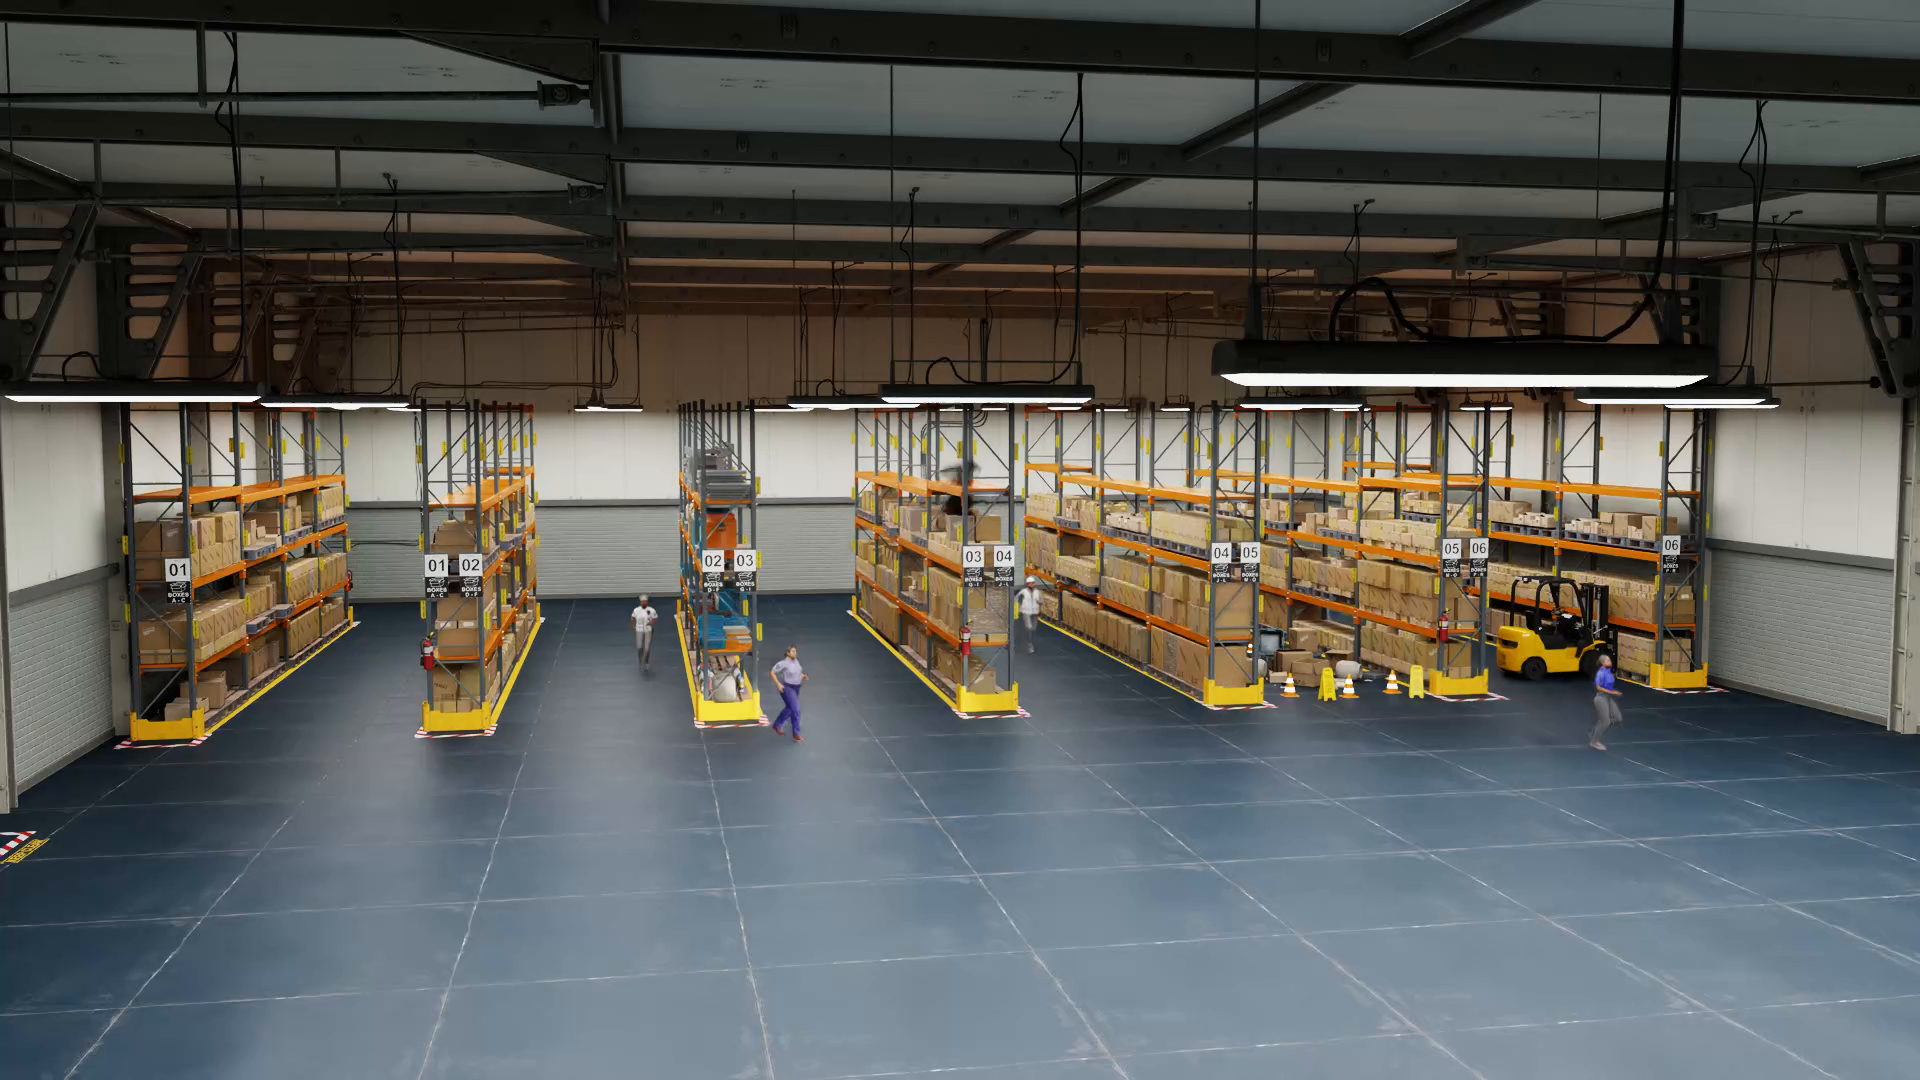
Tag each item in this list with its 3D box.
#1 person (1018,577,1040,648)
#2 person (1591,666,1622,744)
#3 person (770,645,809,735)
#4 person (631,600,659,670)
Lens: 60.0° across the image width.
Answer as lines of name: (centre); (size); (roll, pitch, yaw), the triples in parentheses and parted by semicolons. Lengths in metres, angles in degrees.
person: (1.656, 1.730, 40.176); (0.523, 1.685, 0.796); (-1, 5, -19)
person: (11.048, 2.828, 28.430); (0.474, 1.350, 0.577); (4, 6, 39)
person: (-2.993, 2.621, 29.229); (0.757, 1.550, 0.592); (2, 5, 25)
person: (-7.063, 2.095, 37.248); (0.634, 1.649, 0.571); (0, 4, -5)
